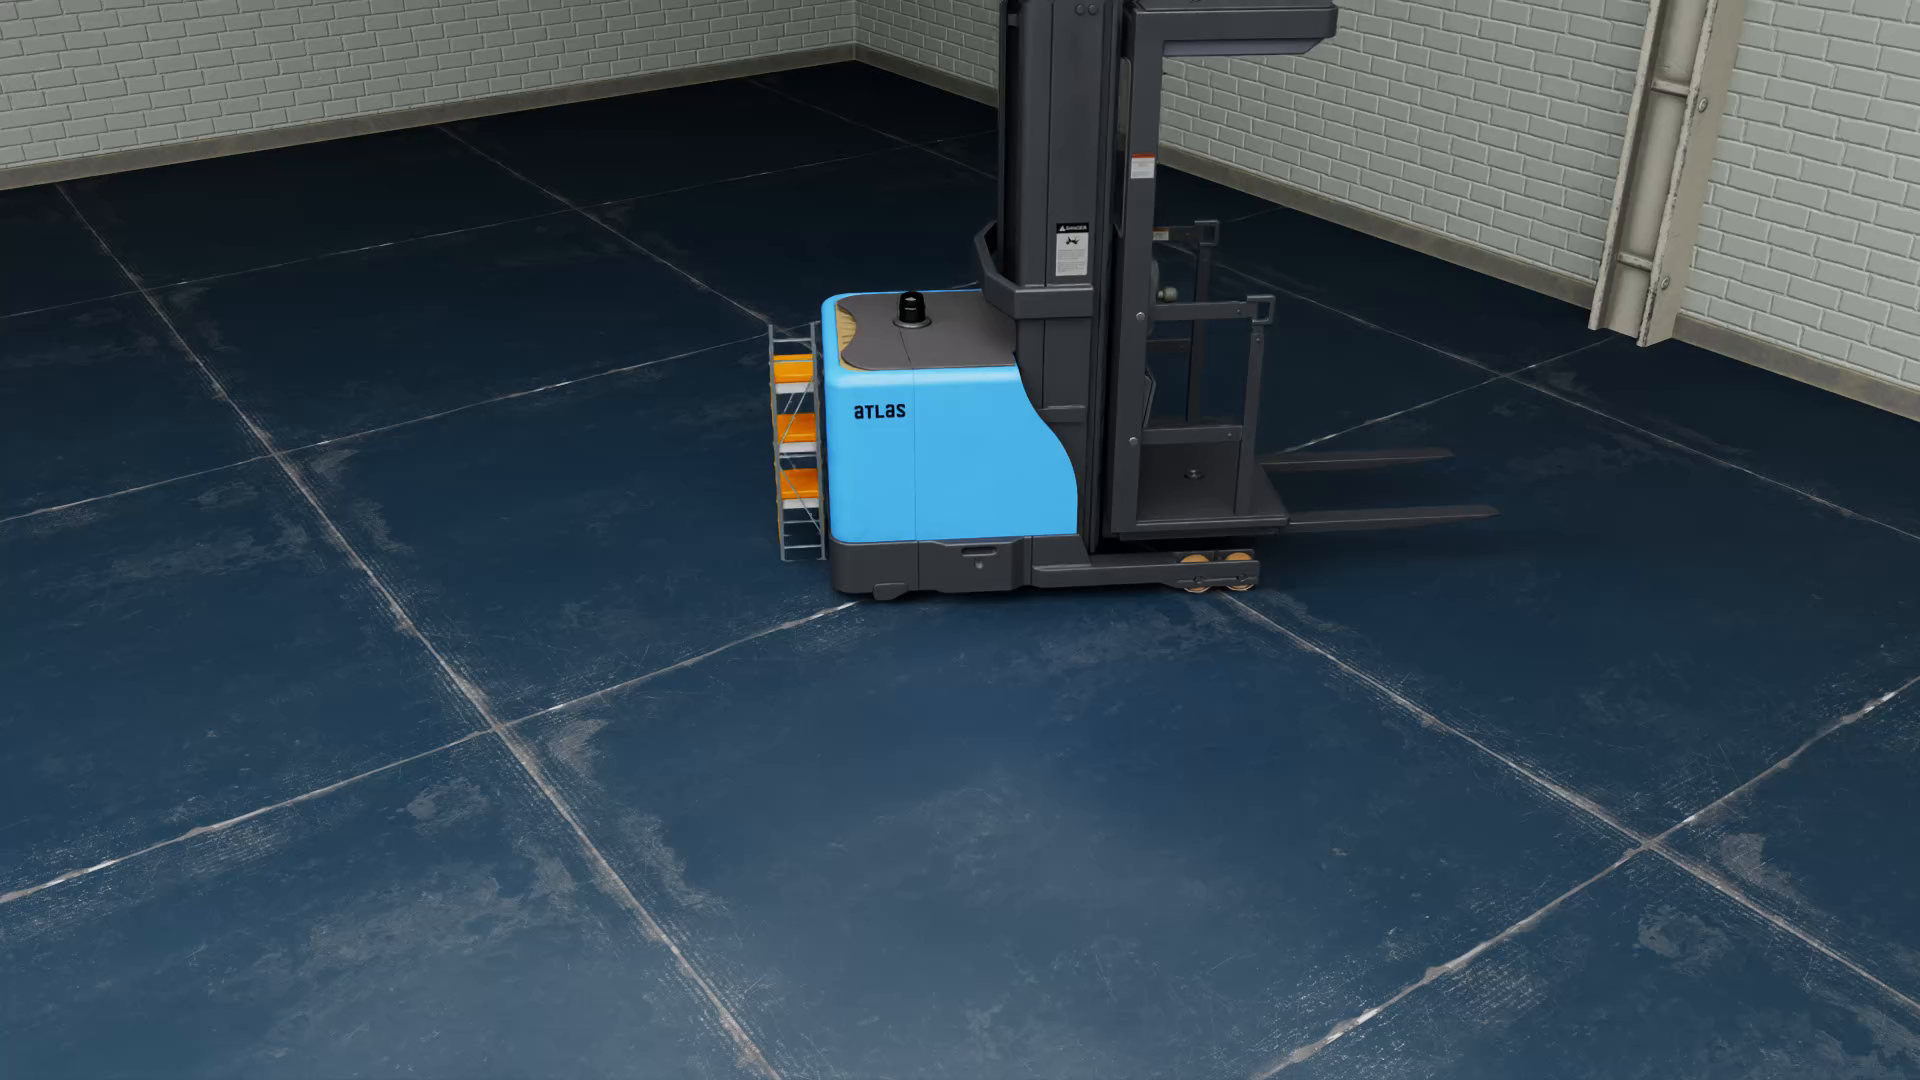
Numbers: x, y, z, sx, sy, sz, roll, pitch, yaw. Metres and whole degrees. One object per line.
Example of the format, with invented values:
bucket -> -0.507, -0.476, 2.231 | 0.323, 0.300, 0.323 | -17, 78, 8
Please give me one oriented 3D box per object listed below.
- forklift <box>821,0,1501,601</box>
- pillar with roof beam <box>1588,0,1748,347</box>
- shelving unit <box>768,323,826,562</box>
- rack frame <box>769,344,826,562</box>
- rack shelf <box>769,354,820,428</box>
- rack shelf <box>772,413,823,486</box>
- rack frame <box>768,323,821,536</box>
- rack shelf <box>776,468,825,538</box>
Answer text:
forklift -> 0.906, -1.304, 7.080 | 3.031, 2.935, 1.130 | -3, 29, -5
pillar with roof beam -> 0.556, -4.024, 5.731 | 9.100, 9.000, 0.400 | -19, 34, -31
shelving unit -> -0.726, -0.426, 7.434 | 0.215, 1.050, 0.252 | -3, 29, -5
rack frame -> -0.713, -0.368, 7.328 | 0.200, 1.050, 0.008 | -3, 29, -5
rack shelf -> -0.726, -0.666, 7.304 | 0.215, 0.259, 0.240 | -3, 29, -5
rack shelf -> -0.726, -0.417, 7.439 | 0.215, 0.259, 0.240 | -3, 29, -5
rack frame -> -0.739, -0.484, 7.541 | 0.200, 1.050, 0.008 | -3, 29, -5
rack shelf -> -0.726, -0.172, 7.572 | 0.215, 0.259, 0.240 | -3, 29, -5
